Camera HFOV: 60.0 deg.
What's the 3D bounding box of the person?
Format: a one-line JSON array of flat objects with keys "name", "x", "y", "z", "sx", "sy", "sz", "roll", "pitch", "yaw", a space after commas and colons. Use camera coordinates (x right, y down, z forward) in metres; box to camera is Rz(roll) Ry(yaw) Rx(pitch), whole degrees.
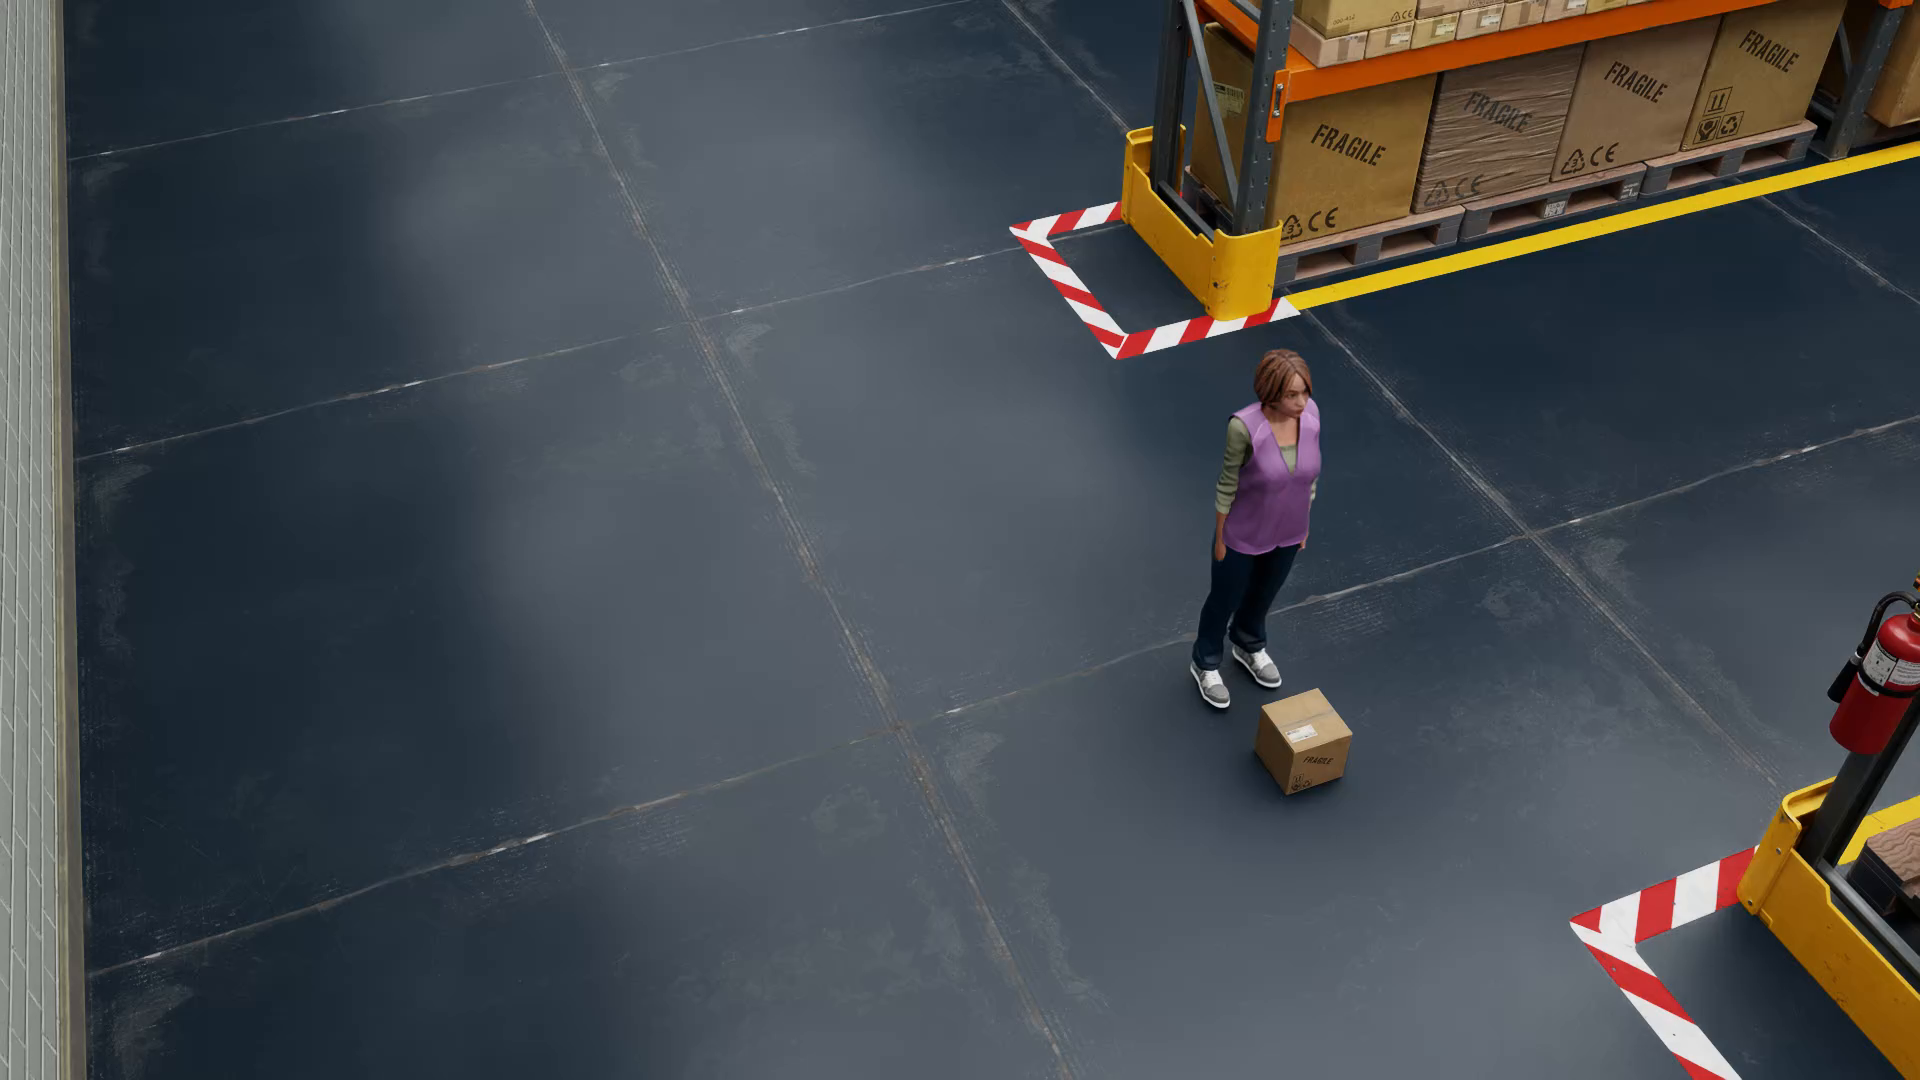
[{"name": "person", "x": 1.126, "y": -0.041, "z": 6.199, "sx": 0.411, "sy": 1.601, "sz": 0.323, "roll": -15, "pitch": 44, "yaw": -16}]
